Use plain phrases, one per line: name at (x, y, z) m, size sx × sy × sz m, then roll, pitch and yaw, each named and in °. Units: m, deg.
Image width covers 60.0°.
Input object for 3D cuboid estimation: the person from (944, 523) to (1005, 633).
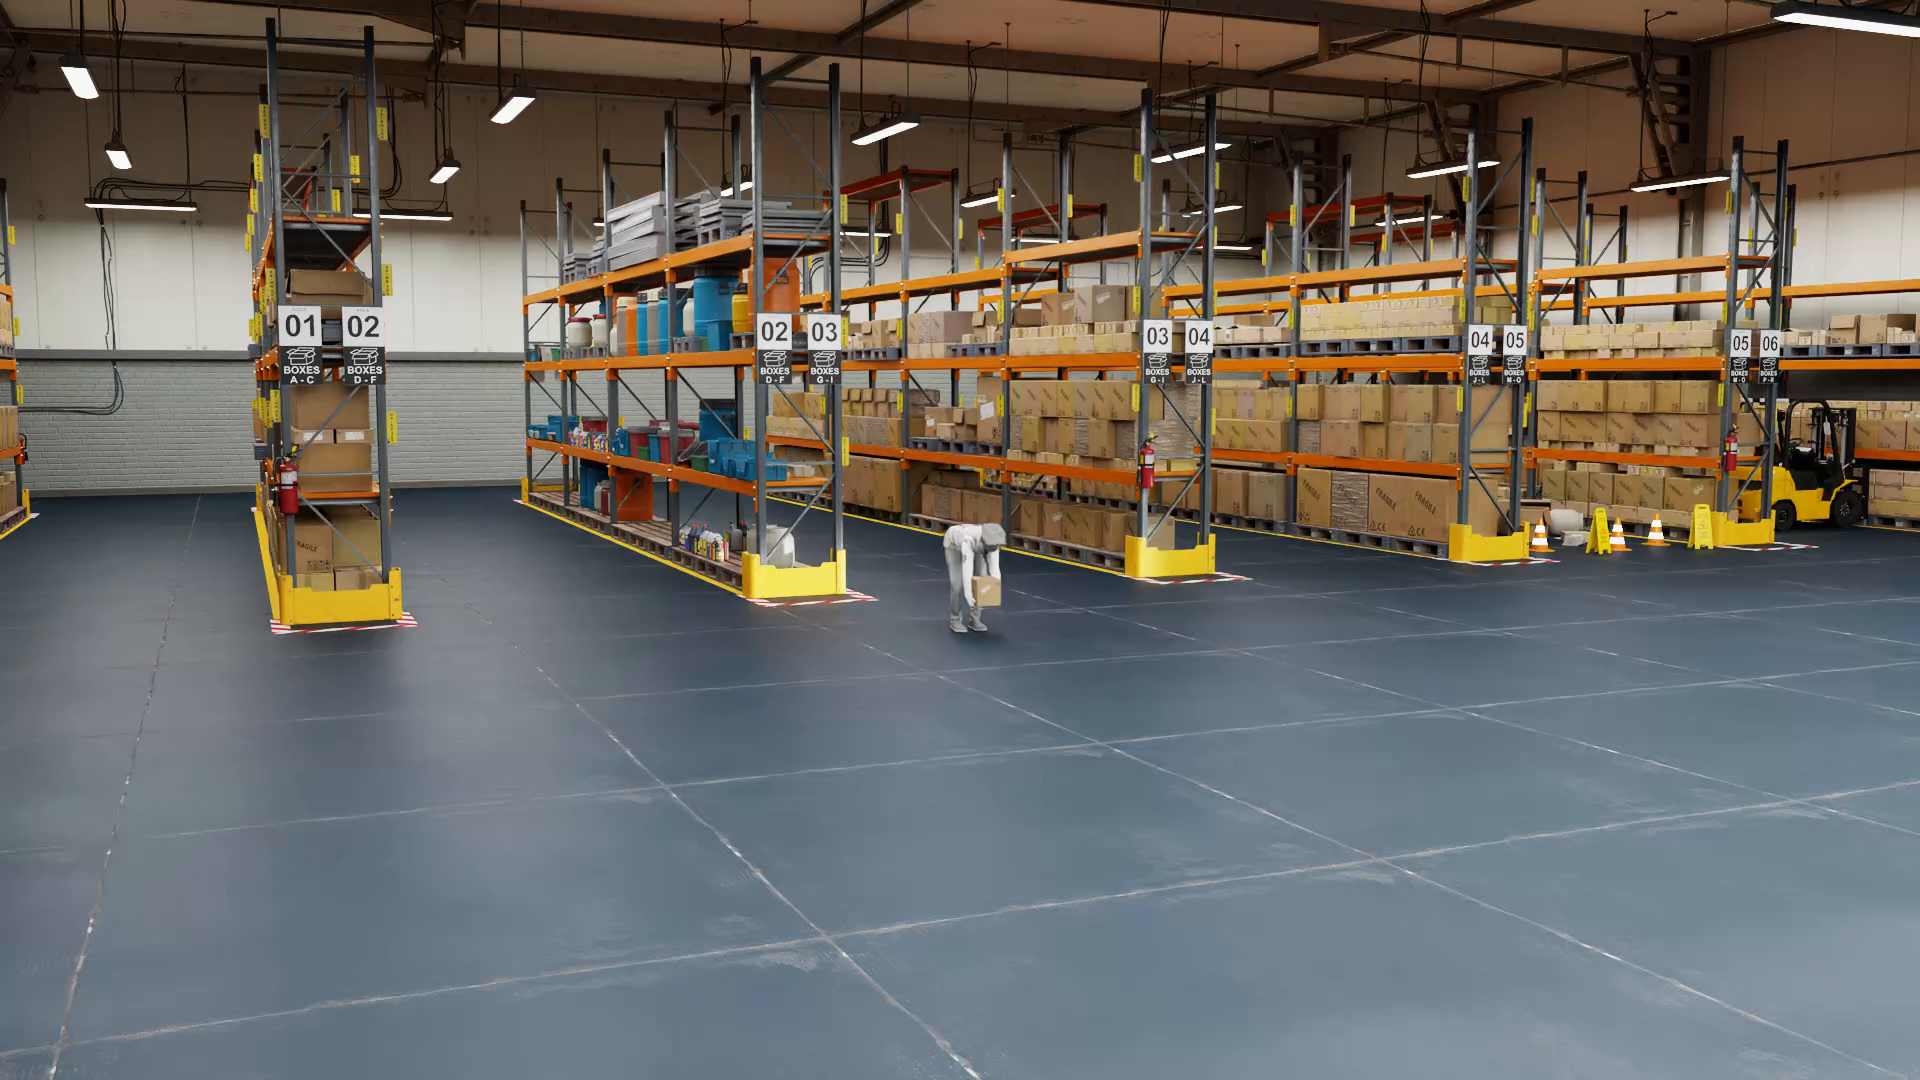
person at (0.157, 0.361, 16.186) m, size 0.405 × 1.106 × 0.926 m, roll -3°, pitch 6°, yaw -26°
